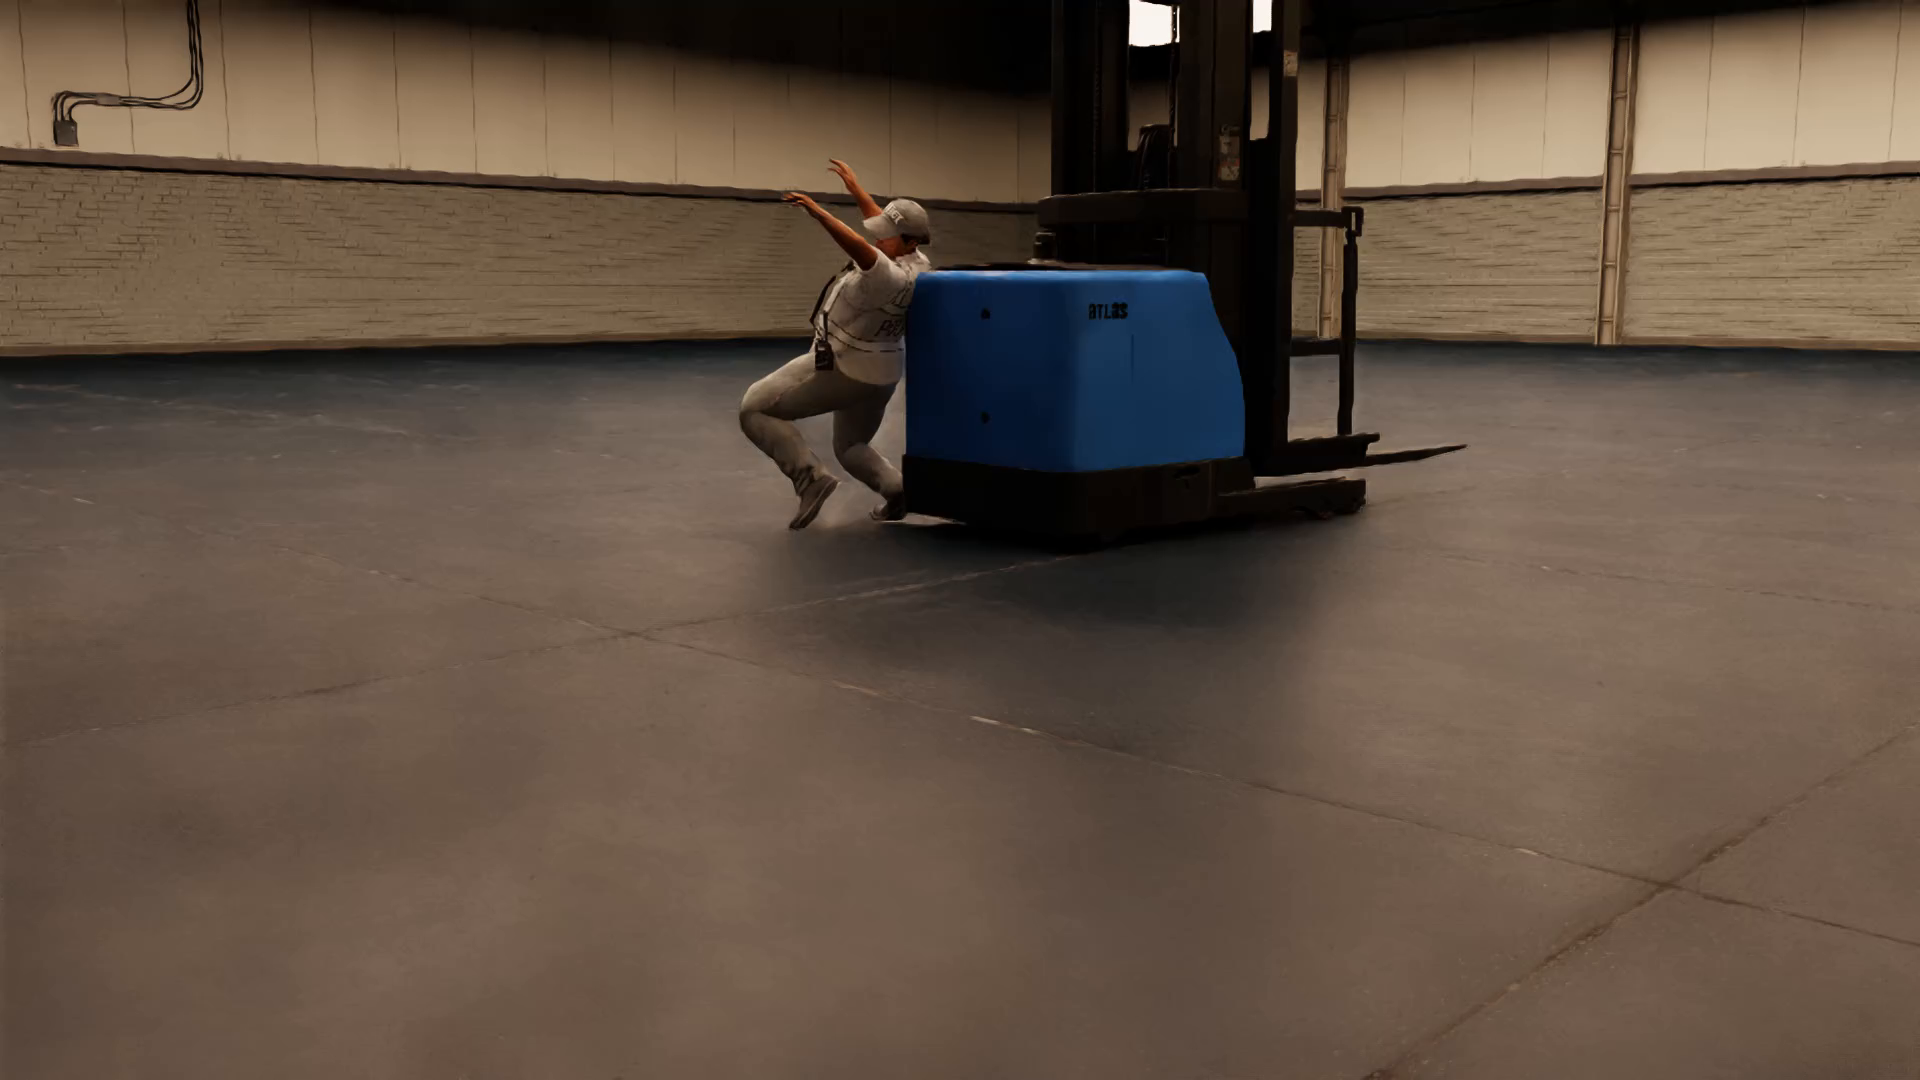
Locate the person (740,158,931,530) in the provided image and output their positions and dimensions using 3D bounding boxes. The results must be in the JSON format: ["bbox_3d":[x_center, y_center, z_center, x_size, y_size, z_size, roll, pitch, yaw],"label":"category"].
[{"bbox_3d":[-0.554,-0.797,6.890,0.777,1.576,1.012,5,10,28],"label":"person"}]

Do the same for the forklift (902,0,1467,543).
[{"bbox_3d":[1.200,-1.597,7.479,3.031,2.935,1.130,-7,11,-40],"label":"forklift"}]
